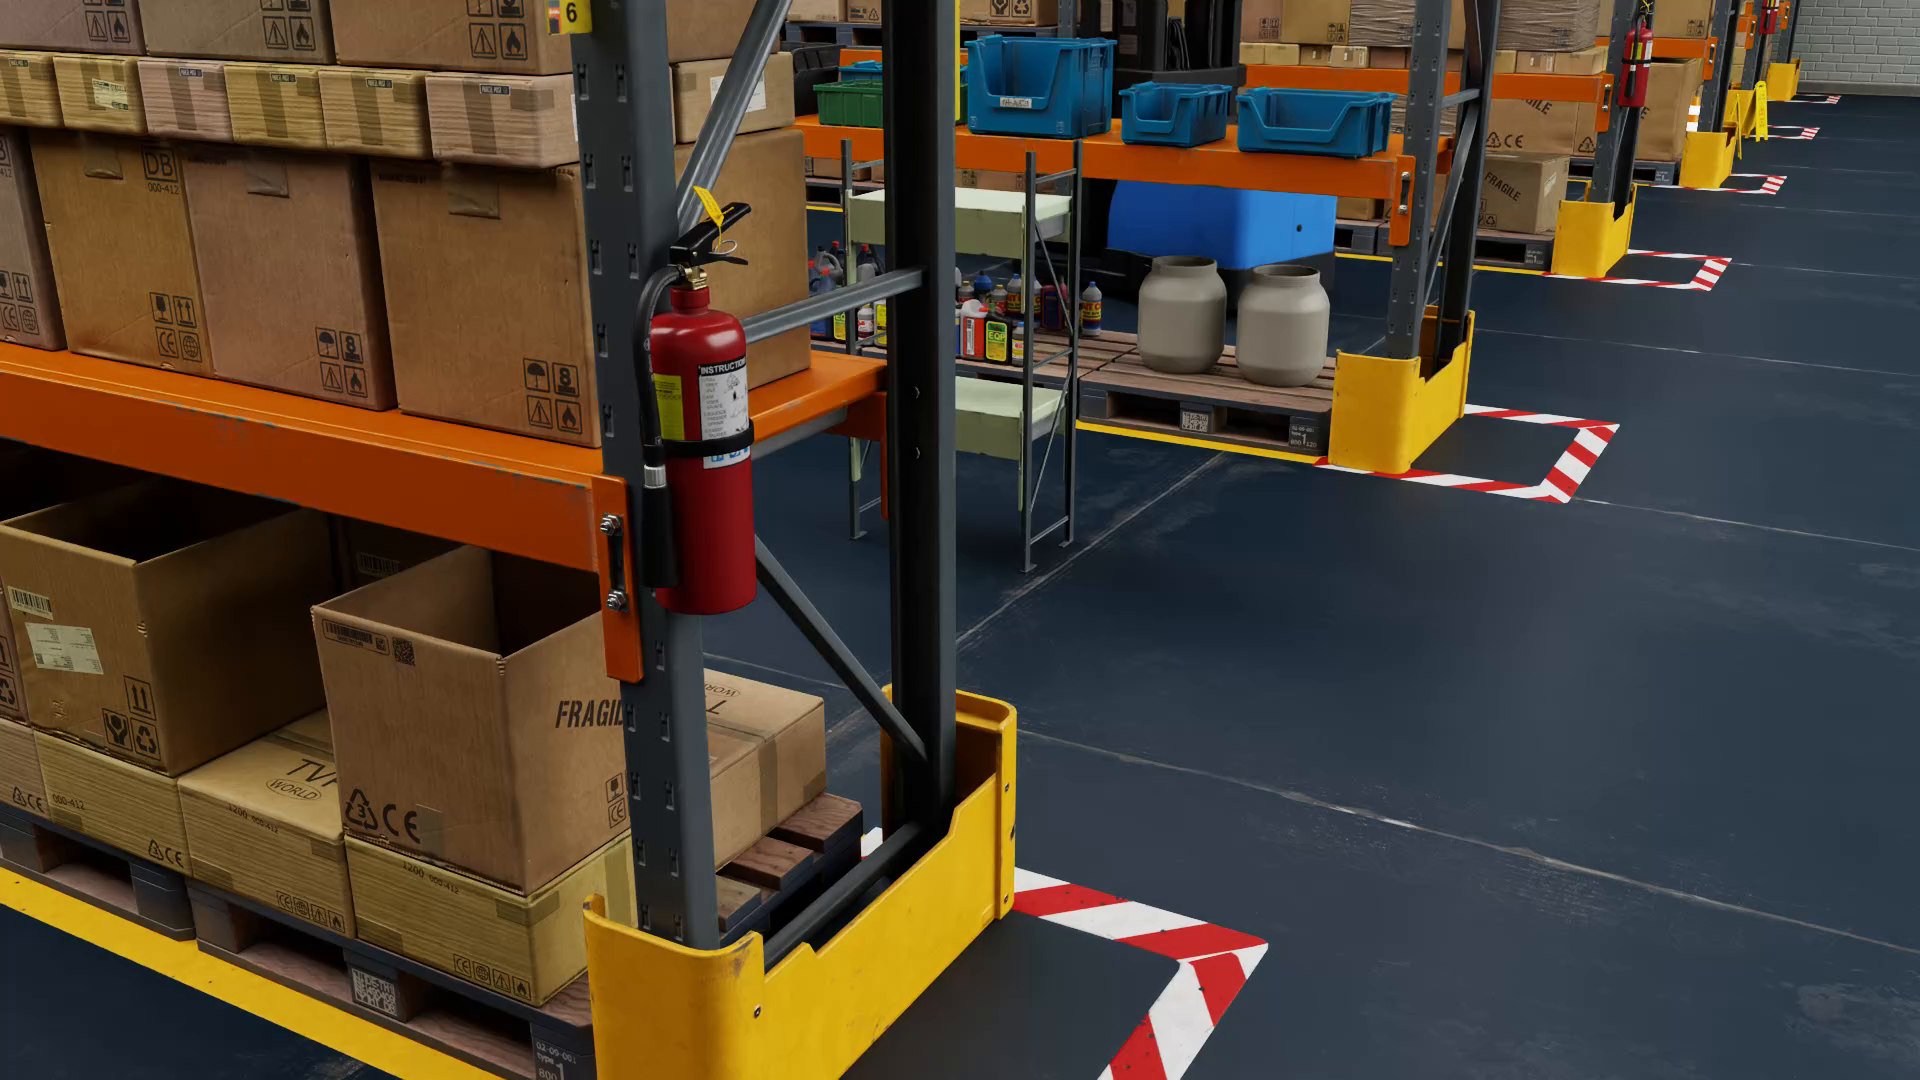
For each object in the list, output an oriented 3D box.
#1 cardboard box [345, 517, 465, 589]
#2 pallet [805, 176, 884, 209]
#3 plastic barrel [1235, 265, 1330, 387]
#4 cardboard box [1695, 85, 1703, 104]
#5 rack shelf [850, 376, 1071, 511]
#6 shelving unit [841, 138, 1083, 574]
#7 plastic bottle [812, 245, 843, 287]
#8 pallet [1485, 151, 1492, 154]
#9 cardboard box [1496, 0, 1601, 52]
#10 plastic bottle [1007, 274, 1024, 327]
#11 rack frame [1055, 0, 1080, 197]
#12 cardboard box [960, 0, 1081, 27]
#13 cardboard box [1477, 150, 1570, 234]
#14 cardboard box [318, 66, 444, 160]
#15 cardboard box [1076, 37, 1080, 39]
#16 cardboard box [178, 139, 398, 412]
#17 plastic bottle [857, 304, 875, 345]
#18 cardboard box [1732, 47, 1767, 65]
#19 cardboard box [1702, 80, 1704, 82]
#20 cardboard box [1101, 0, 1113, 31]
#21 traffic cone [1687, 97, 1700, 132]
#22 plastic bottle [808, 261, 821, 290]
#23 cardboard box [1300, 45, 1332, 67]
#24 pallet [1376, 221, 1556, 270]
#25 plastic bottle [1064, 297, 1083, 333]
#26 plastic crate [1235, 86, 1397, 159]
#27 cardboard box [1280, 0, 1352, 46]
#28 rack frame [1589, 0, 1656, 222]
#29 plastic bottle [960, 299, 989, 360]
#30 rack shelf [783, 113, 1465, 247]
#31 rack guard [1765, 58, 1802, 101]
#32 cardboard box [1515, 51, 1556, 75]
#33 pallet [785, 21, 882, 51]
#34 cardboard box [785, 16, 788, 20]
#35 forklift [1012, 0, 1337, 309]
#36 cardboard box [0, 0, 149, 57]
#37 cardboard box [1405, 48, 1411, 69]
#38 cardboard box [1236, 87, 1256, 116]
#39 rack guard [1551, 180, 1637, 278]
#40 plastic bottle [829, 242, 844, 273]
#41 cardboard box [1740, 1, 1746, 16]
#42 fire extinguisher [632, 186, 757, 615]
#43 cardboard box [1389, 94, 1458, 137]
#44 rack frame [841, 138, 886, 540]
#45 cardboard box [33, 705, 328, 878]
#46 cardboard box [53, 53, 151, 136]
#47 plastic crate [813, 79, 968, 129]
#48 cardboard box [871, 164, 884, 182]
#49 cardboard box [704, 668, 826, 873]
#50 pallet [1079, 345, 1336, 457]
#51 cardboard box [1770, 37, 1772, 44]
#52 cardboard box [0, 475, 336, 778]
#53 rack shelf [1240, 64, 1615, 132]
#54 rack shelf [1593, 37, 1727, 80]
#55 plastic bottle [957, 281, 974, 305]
[{"bbox_3d":[-1.100,0.091,4.032,0.500,0.500,0.500,11,23,27],"label":"cardboard box"},{"bbox_3d":[-0.710,-3.048,14.458,1.213,0.211,1.003,11,23,27],"label":"pallet"},{"bbox_3d":[1.504,-1.002,7.761,0.421,0.512,0.421,0,20,0],"label":"plastic barrel"},{"bbox_3d":[8.795,-5.434,20.362,0.500,0.250,0.500,11,22,27],"label":"cardboard box"},{"bbox_3d":[0.006,-0.397,6.217,0.720,0.370,0.431,11,23,27],"label":"rack shelf"},{"bbox_3d":[0.006,-0.704,6.106,0.755,1.500,0.431,11,23,27],"label":"shelving unit"},{"bbox_3d":[-0.744,-1.450,9.203,0.185,0.351,0.144,11,23,27],"label":"plastic bottle"},{"bbox_3d":[5.242,-3.824,16.597,1.213,0.211,1.003,11,23,27],"label":"pallet"},{"bbox_3d":[4.065,-3.648,11.442,0.500,0.500,0.875,11,23,27],"label":"cardboard box"},{"bbox_3d":[0.299,-1.280,8.850,0.097,0.271,0.097,0,20,0],"label":"plastic bottle"},{"bbox_3d":[1.039,-4.027,13.068,0.127,3.000,1.000,11,23,27],"label":"rack frame"},{"bbox_3d":[0.414,-4.680,13.374,1.000,1.000,1.000,11,23,28],"label":"cardboard box"},{"bbox_3d":[3.995,-2.493,11.889,0.500,0.500,0.500,16,25,37],"label":"cardboard box"},{"bbox_3d":[-0.959,-0.815,3.116,0.250,0.149,0.380,11,23,29],"label":"cardboard box"},{"bbox_3d":[1.081,-3.784,12.766,0.250,0.149,0.380,11,23,27],"label":"cardboard box"},{"bbox_3d":[-1.165,-0.628,3.551,0.500,0.500,0.700,11,23,29],"label":"cardboard box"},{"bbox_3d":[-0.473,-1.101,8.460,0.097,0.201,0.097,0,20,0],"label":"plastic bottle"},{"bbox_3d":[11.205,-6.918,23.722,0.500,0.250,0.500,10,22,27],"label":"cardboard box"},{"bbox_3d":[10.788,-6.765,24.032,0.500,0.250,0.500,11,23,27],"label":"cardboard box"},{"bbox_3d":[1.402,-4.121,12.744,0.500,0.500,0.875,11,23,27],"label":"cardboard box"},{"bbox_3d":[8.360,-4.807,18.939,0.334,0.463,0.336,11,23,27],"label":"traffic cone"},{"bbox_3d":[-0.803,-1.299,8.788,0.185,0.351,0.144,11,23,27],"label":"plastic bottle"},{"bbox_3d":[2.637,-3.510,12.012,0.250,0.149,0.380,11,23,27],"label":"cardboard box"},{"bbox_3d":[3.773,-2.209,12.146,1.213,0.211,1.003,11,23,27],"label":"pallet"},{"bbox_3d":[0.595,-1.190,8.706,0.097,0.201,0.097,0,20,0],"label":"plastic bottle"},{"bbox_3d":[1.533,-1.812,7.179,0.616,0.251,0.499,11,23,27],"label":"plastic crate"},{"bbox_3d":[2.724,-3.879,12.076,0.500,0.500,0.875,11,23,27],"label":"cardboard box"},{"bbox_3d":[4.532,-3.362,11.235,0.127,3.000,1.000,11,23,27],"label":"rack frame"},{"bbox_3d":[0.092,-1.039,8.179,0.135,0.276,0.152,11,23,28],"label":"plastic bottle"},{"bbox_3d":[0.370,-1.882,8.209,4.000,0.370,1.077,11,23,27],"label":"rack shelf"},{"bbox_3d":[11.803,-6.611,23.858,0.348,0.500,1.175,11,23,27],"label":"rack guard"},{"bbox_3d":[3.964,-3.272,11.354,0.250,0.149,0.380,11,23,27],"label":"cardboard box"},{"bbox_3d":[-0.704,-4.285,14.061,1.213,0.211,1.003,11,23,27],"label":"pallet"},{"bbox_3d":[-1.426,-4.796,14.425,0.500,0.500,0.700,15,25,35],"label":"cardboard box"},{"bbox_3d":[1.002,-3.176,10.823,1.130,2.935,3.031,-18,26,-40],"label":"forklift"},{"bbox_3d":[-1.653,-1.330,3.584,0.500,0.500,0.700,11,23,28],"label":"cardboard box"},{"bbox_3d":[3.312,-3.398,11.702,0.250,0.149,0.380,11,23,27],"label":"cardboard box"},{"bbox_3d":[2.961,-4.703,17.616,0.750,0.750,1.050,11,23,27],"label":"cardboard box"},{"bbox_3d":[4.465,-2.200,11.696,0.348,0.500,1.175,11,23,27],"label":"rack guard"},{"bbox_3d":[-0.673,-1.493,9.322,0.185,0.351,0.144,10,22,26],"label":"plastic bottle"},{"bbox_3d":[9.169,-6.312,19.736,0.250,0.149,0.380,11,23,28],"label":"cardboard box"},{"bbox_3d":[-0.426,-0.219,2.684,0.183,0.674,0.296,11,23,27],"label":"fire extinguisher"},{"bbox_3d":[4.850,-4.411,16.628,0.875,0.875,0.875,11,23,28],"label":"cardboard box"},{"bbox_3d":[-0.314,-0.765,6.274,0.023,1.500,0.400,11,23,27],"label":"rack frame"},{"bbox_3d":[-1.795,0.518,3.954,0.500,0.250,0.500,11,23,27],"label":"cardboard box"},{"bbox_3d":[-1.630,-0.944,3.471,0.250,0.149,0.380,12,23,29],"label":"cardboard box"},{"bbox_3d":[-0.329,-2.143,8.186,0.662,0.188,0.450,11,23,27],"label":"plastic crate"},{"bbox_3d":[-0.382,-3.345,14.209,0.500,0.500,0.700,9,22,23],"label":"cardboard box"},{"bbox_3d":[-0.663,0.526,3.932,0.500,0.250,0.500,11,23,27],"label":"cardboard box"},{"bbox_3d":[1.320,-0.712,8.018,1.213,0.211,1.003,11,23,27],"label":"pallet"},{"bbox_3d":[11.455,-7.302,24.046,0.500,0.250,0.500,10,22,26],"label":"cardboard box"},{"bbox_3d":[-1.796,0.167,3.824,0.500,0.500,0.500,11,23,27],"label":"cardboard box"},{"bbox_3d":[2.786,-3.356,12.274,4.000,0.370,1.077,11,23,27],"label":"rack shelf"},{"bbox_3d":[5.293,-4.816,16.299,4.000,0.370,1.077,11,23,27],"label":"rack shelf"},{"bbox_3d":[0.033,-1.297,9.002,0.097,0.201,0.097,0,20,0],"label":"plastic bottle"}]
